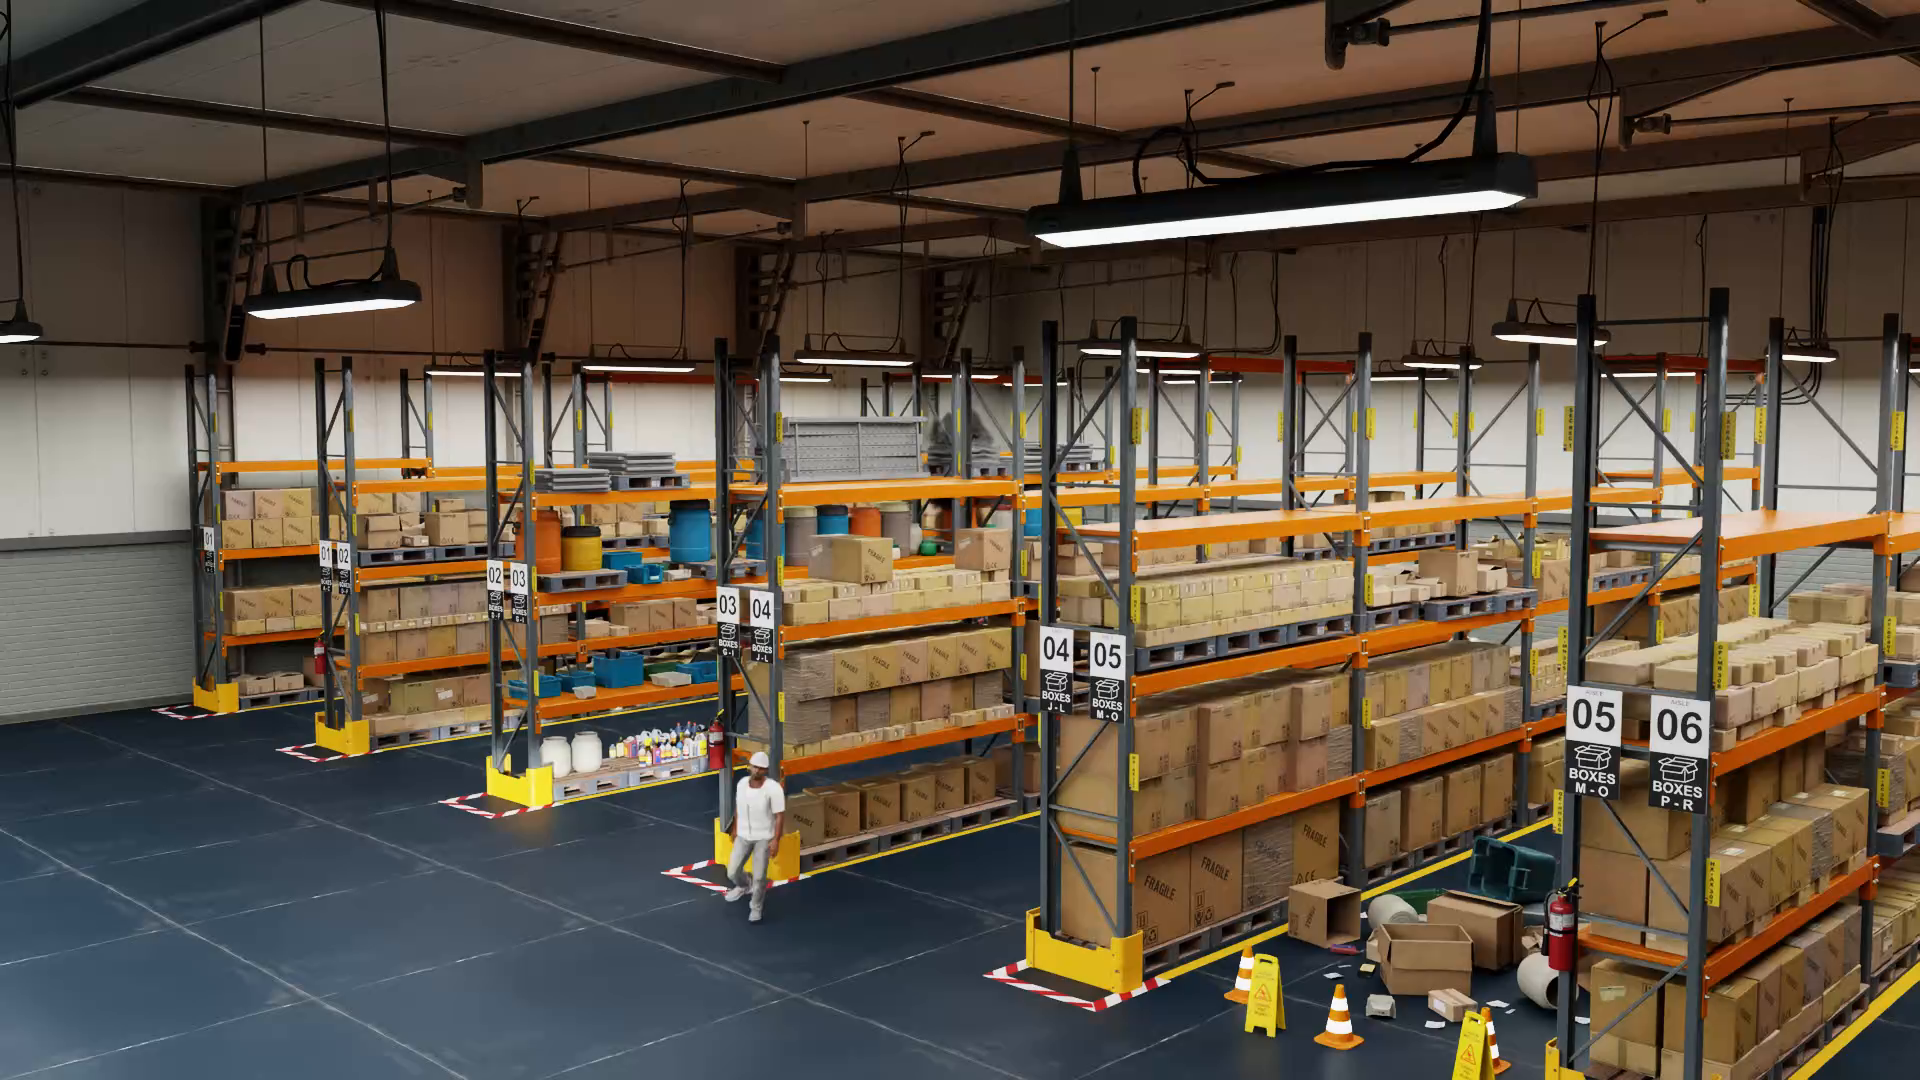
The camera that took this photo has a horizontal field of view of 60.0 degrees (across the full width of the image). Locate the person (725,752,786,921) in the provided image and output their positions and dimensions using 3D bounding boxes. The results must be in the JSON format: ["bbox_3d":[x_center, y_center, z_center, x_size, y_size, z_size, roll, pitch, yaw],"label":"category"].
[{"bbox_3d":[-2.105,2.998,16.972,0.784,1.726,0.580,2,5,20],"label":"person"}]

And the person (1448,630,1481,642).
[{"bbox_3d":[8.174,2.187,27.057,0.701,1.762,0.993,3,5,35],"label":"person"}]
